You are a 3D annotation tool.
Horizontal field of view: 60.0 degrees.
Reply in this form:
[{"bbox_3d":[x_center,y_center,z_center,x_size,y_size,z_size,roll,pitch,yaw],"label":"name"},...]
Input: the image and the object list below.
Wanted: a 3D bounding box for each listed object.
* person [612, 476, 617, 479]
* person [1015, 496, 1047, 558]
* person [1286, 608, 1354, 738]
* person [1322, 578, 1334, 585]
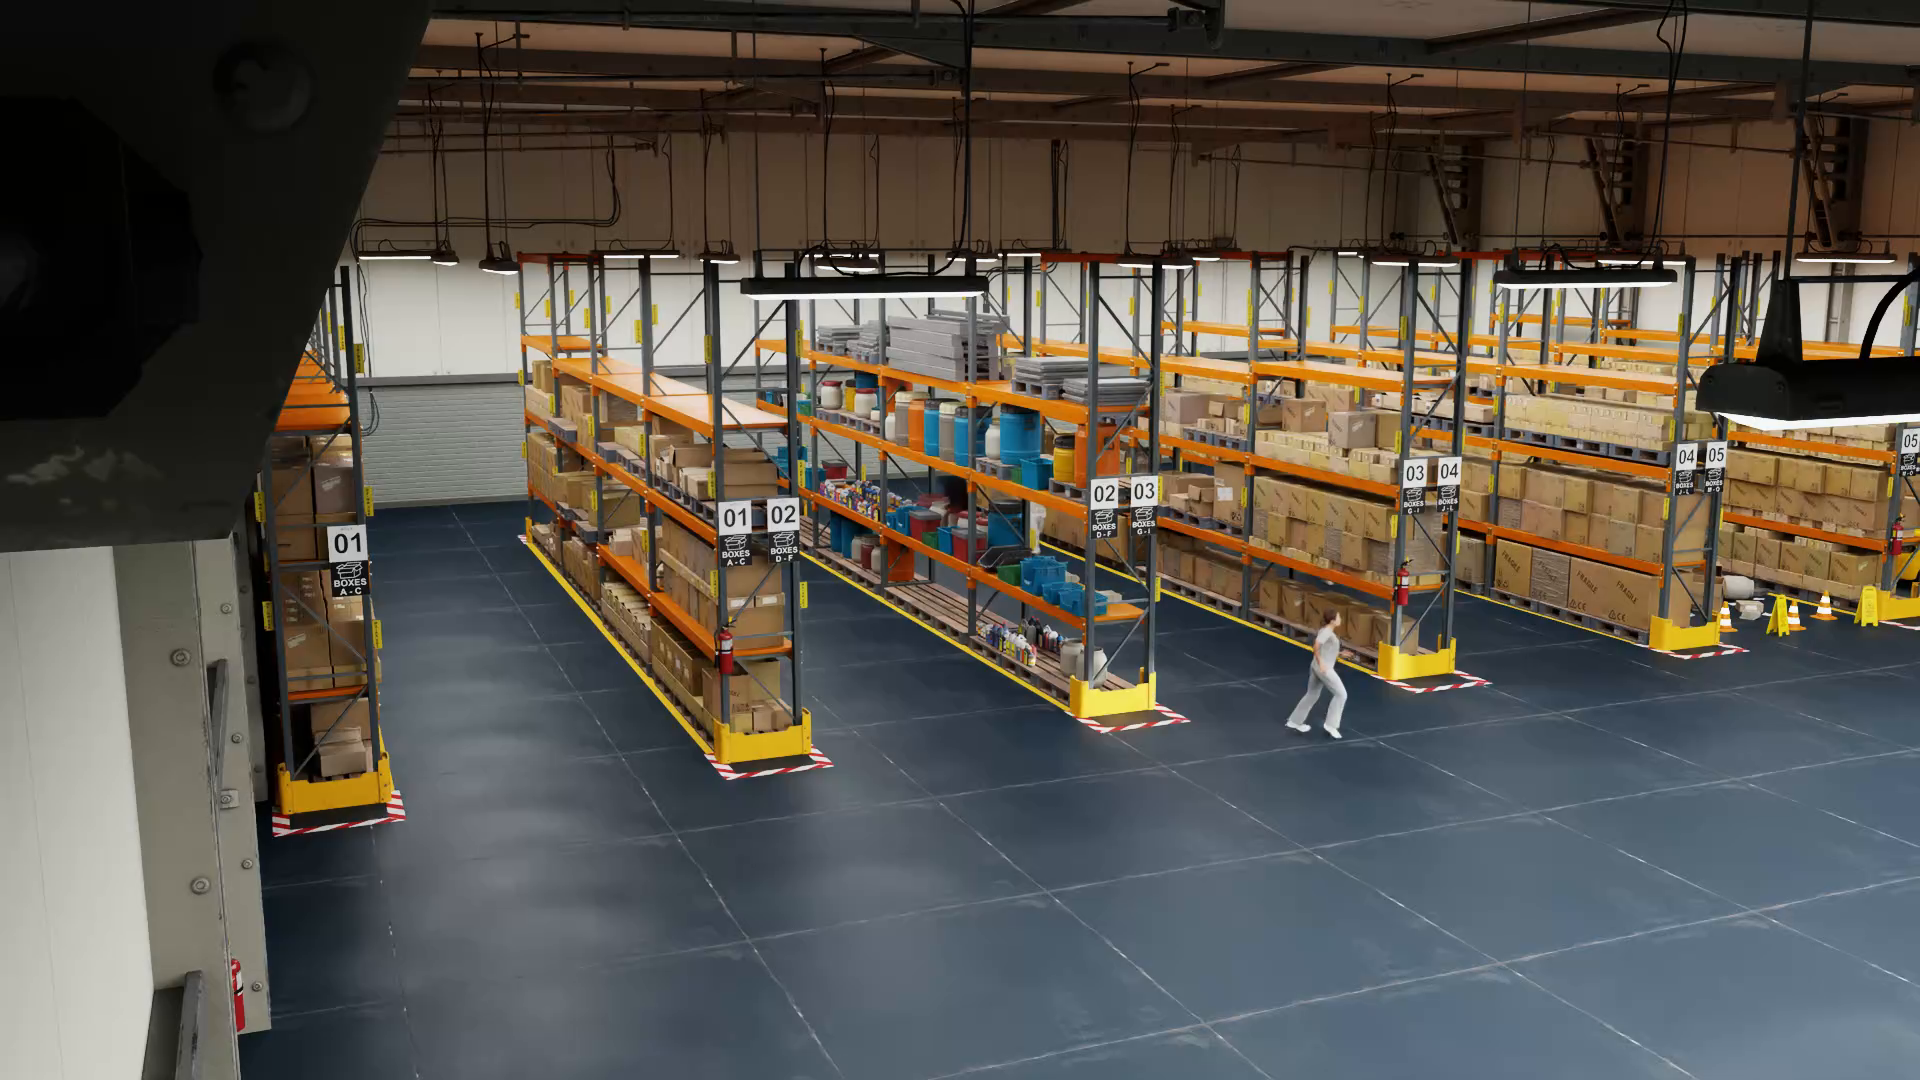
[{"bbox_3d":[-7.523,-1.038,35.845,0.751,1.736,0.691,2,11,11],"label":"person"},{"bbox_3d":[1.403,-0.390,30.583,0.651,1.820,0.924,-5,11,-24],"label":"person"},{"bbox_3d":[4.620,1.707,21.216,0.841,1.710,0.499,-1,10,-3],"label":"person"},{"bbox_3d":[6.814,0.018,30.448,0.575,1.622,0.540,-5,11,-24],"label":"person"}]
